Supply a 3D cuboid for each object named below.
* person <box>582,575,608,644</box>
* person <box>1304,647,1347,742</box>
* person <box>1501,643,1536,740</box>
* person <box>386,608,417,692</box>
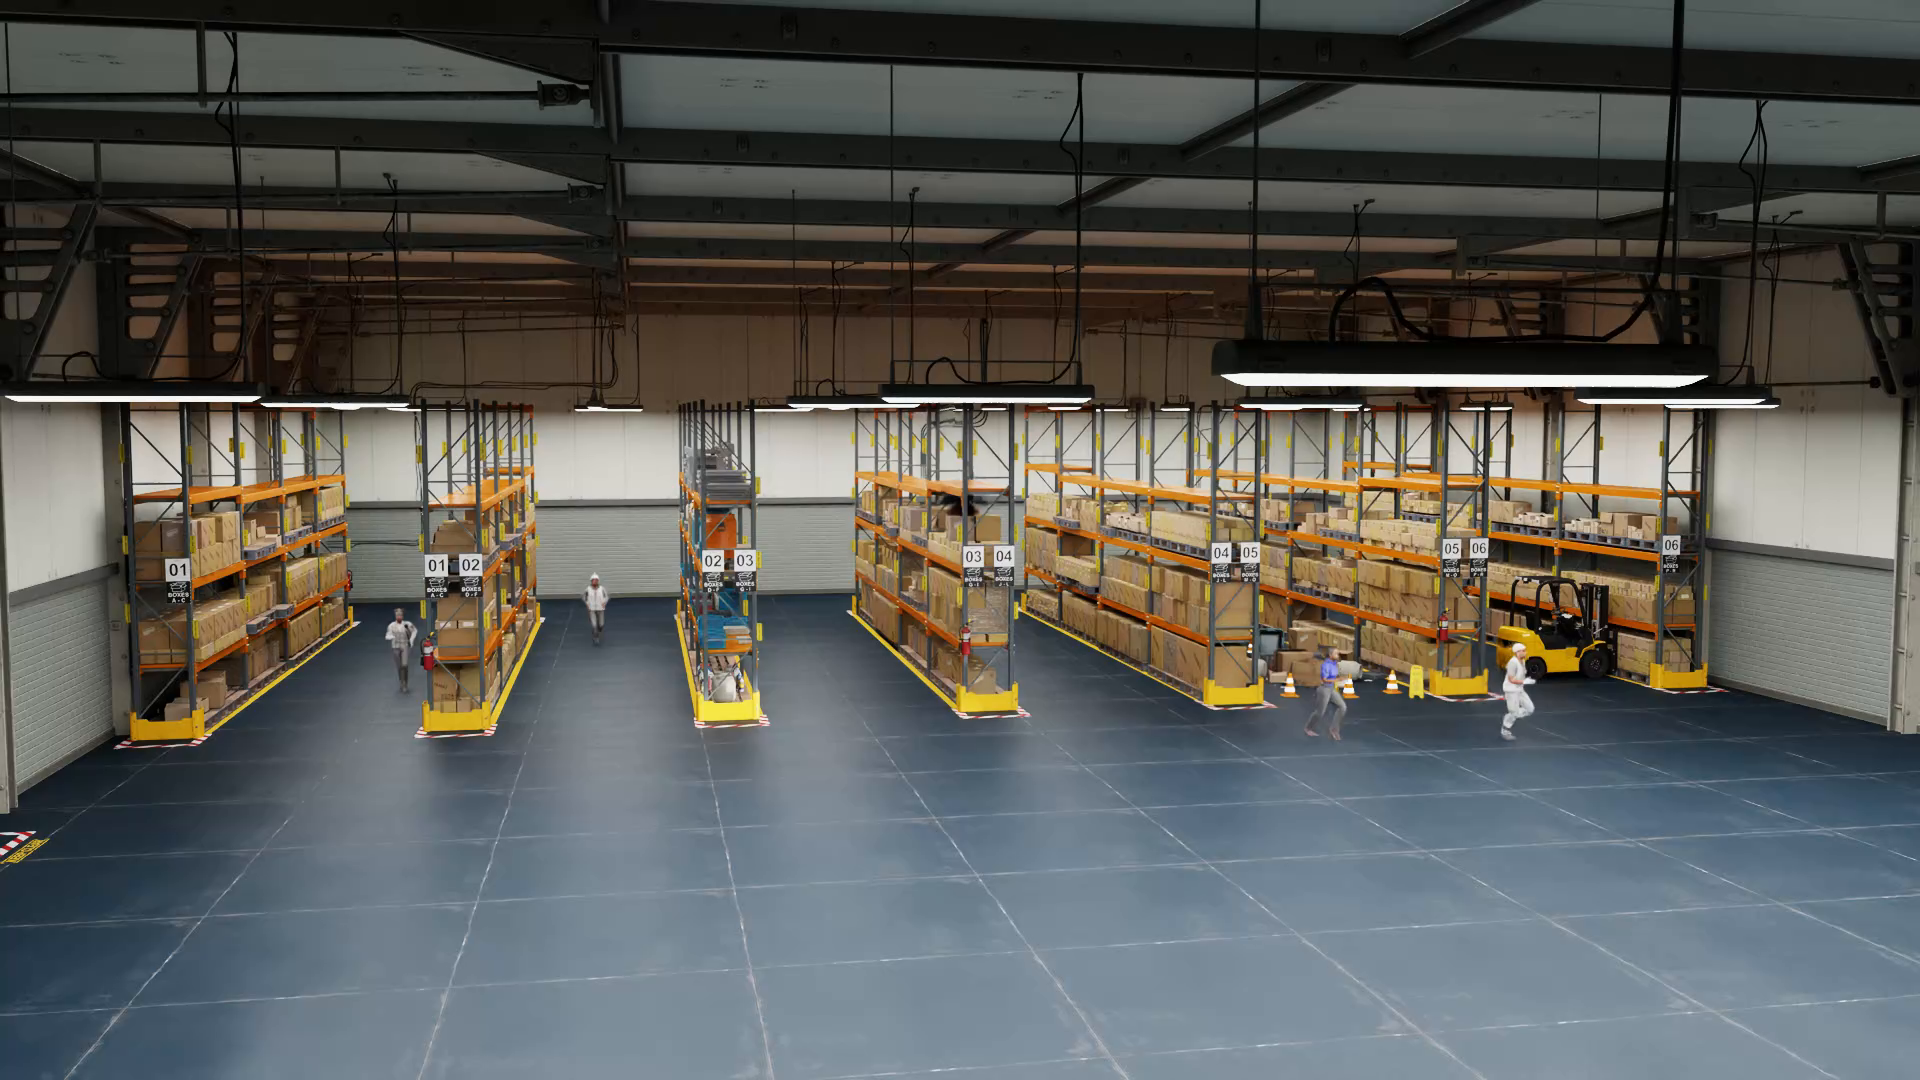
[{"bbox_3d":[-9.108,1.725,41.546,0.644,1.726,0.572,-1,4,-15],"label":"person"},{"bbox_3d":[6.429,2.710,29.222,0.828,1.667,0.587,3,5,38],"label":"person"},{"bbox_3d":[9.786,2.655,29.102,0.657,1.728,0.707,4,6,41],"label":"person"},{"bbox_3d":[-11.602,2.282,34.525,0.594,1.753,0.753,-1,4,-9],"label":"person"}]
